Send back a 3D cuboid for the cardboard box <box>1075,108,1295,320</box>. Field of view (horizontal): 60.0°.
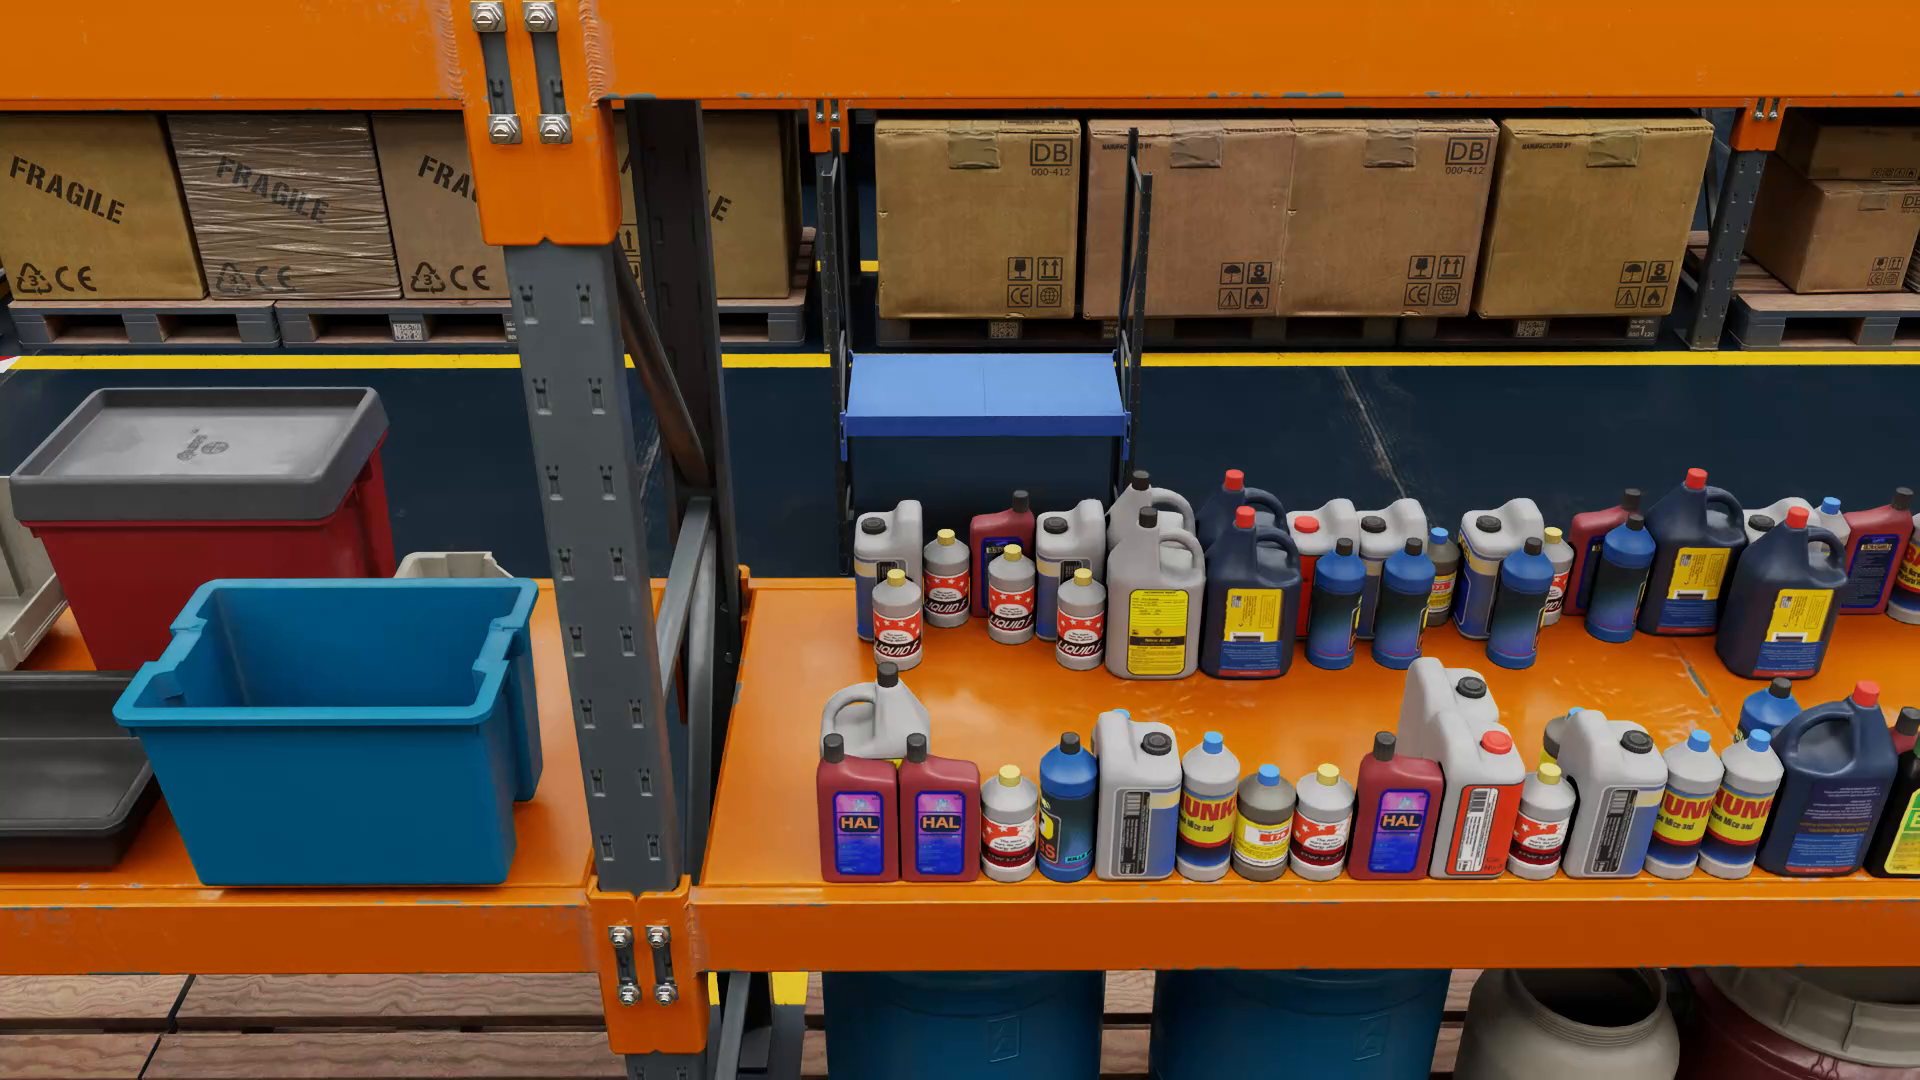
[{"bbox_3d":[0.967,-1.685,7.779,0.875,0.875,1.225,-1,31,-2],"label":"cardboard box"}]

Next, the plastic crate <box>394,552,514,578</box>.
[{"bbox_3d":[-1.003,0.186,3.249,0.243,0.136,0.396,0,31,0],"label":"plastic crate"}]

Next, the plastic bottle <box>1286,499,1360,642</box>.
[{"bbox_3d":[0.726,0.053,3.391,0.135,0.276,0.152,0,31,0],"label":"plastic bottle"}]

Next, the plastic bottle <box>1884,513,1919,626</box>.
[{"bbox_3d":[1.989,0.036,3.422,0.097,0.271,0.097,0,31,0],"label":"plastic bottle"}]

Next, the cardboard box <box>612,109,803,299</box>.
[{"bbox_3d":[-1.227,-1.709,7.818,0.875,0.875,0.875,0,31,0],"label":"cardboard box"}]

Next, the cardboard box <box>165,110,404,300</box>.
[{"bbox_3d":[-3.017,-1.703,7.809,0.875,0.875,0.875,0,31,0],"label":"cardboard box"}]

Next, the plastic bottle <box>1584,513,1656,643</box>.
[{"bbox_3d":[1.342,0.070,3.367,0.097,0.271,0.097,0,31,0],"label":"plastic bottle"}]

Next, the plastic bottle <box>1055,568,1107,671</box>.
[{"bbox_3d":[0.241,0.151,3.302,0.097,0.201,0.097,0,31,0],"label":"plastic bottle"}]

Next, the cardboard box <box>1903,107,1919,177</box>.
[{"bbox_3d":[4.634,-1.875,7.712,0.500,0.250,0.500,3,31,5],"label":"cardboard box"}]

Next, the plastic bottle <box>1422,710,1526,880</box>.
[{"bbox_3d":[0.855,0.417,2.790,0.135,0.276,0.152,0,31,0],"label":"plastic bottle"}]

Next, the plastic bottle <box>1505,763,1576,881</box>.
[{"bbox_3d":[0.971,0.463,2.786,0.097,0.201,0.097,0,31,0],"label":"plastic bottle"}]

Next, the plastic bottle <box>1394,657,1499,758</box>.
[{"bbox_3d":[0.854,0.339,2.920,0.135,0.276,0.152,0,31,0],"label":"plastic bottle"}]

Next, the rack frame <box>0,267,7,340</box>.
[{"bbox_3d":[-4.566,-2.386,7.290,0.127,3.000,1.000,0,31,0],"label":"rack frame"}]

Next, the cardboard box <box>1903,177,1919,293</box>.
[{"bbox_3d":[4.658,-1.551,7.900,0.500,0.500,0.700,-3,31,-4],"label":"cardboard box"}]

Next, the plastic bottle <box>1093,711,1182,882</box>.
[{"bbox_3d":[0.295,0.419,2.787,0.135,0.276,0.152,0,31,0],"label":"plastic bottle"}]

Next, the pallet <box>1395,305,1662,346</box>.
[{"bbox_3d":[2.645,-1.255,8.115,1.213,0.211,1.003,0,31,0],"label":"pallet"}]

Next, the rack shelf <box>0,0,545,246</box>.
[{"bbox_3d":[-2.536,-0.798,2.474,4.000,0.370,1.077,0,31,0],"label":"rack shelf"}]

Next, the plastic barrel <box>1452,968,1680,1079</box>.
[{"bbox_3d":[1.281,1.105,3.531,0.421,0.512,0.421,0,31,0],"label":"plastic barrel"}]

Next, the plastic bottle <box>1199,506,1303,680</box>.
[{"bbox_3d":[0.567,0.094,3.251,0.185,0.351,0.144,0,31,0],"label":"plastic bottle"}]

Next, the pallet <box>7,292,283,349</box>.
[{"bbox_3d":[-3.767,-1.236,8.084,1.213,0.211,1.003,0,31,0],"label":"pallet"}]

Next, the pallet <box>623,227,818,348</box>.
[{"bbox_3d":[-1.327,-1.244,8.097,1.213,0.211,1.003,0,31,0],"label":"pallet"}]

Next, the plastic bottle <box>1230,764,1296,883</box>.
[{"bbox_3d":[0.508,0.465,2.784,0.097,0.201,0.097,0,31,0],"label":"plastic bottle"}]

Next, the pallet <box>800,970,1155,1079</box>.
[{"bbox_3d":[0.236,1.382,3.768,1.213,0.211,1.003,0,31,0],"label":"pallet"}]

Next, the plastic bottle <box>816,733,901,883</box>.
[{"bbox_3d":[-0.167,0.441,2.744,0.133,0.283,0.061,0,31,0],"label":"plastic bottle"}]

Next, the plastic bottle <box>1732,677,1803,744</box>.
[{"bbox_3d":[1.397,0.357,2.894,0.097,0.271,0.097,0,31,0],"label":"plastic bottle"}]

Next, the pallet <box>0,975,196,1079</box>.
[{"bbox_3d":[-2.494,1.391,3.754,1.213,0.211,1.003,0,31,0],"label":"pallet"}]

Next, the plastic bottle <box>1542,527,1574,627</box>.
[{"bbox_3d":[1.208,0.069,3.437,0.097,0.201,0.097,0,31,0],"label":"plastic bottle"}]

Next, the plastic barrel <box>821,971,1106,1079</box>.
[{"bbox_3d":[0.008,0.896,3.500,0.708,0.901,0.600,0,31,0],"label":"plastic barrel"}]

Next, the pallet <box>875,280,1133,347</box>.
[{"bbox_3d":[0.205,-1.247,8.102,1.213,0.211,1.003,0,31,0],"label":"pallet"}]

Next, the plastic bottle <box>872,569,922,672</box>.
[{"bbox_3d":[-0.125,0.152,3.300,0.097,0.201,0.097,0,31,0],"label":"plastic bottle"}]

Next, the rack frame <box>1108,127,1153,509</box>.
[{"bbox_3d":[0.594,-0.643,5.864,0.032,1.500,0.500,0,31,0],"label":"rack frame"}]

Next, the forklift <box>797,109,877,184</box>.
[{"bbox_3d":[-0.931,-3.600,9.358,3.031,2.935,1.130,0,31,-1],"label":"forklift"}]

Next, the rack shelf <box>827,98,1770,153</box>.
[{"bbox_3d":[1.434,-2.097,7.508,4.000,0.370,1.077,0,31,0],"label":"rack shelf"}]

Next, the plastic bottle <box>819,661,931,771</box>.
[{"bbox_3d":[-0.142,0.359,2.814,0.185,0.351,0.144,0,31,0],"label":"plastic bottle"}]

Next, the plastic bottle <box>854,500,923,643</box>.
[{"bbox_3d":[-0.144,0.055,3.387,0.135,0.276,0.152,0,31,0],"label":"plastic bottle"}]

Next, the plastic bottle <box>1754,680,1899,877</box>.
[{"bbox_3d":[1.441,0.386,2.770,0.185,0.351,0.144,0,31,0],"label":"plastic bottle"}]

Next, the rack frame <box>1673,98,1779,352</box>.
[{"bbox_3d":[3.434,-2.411,7.331,0.127,3.000,1.000,0,31,0],"label":"rack frame"}]

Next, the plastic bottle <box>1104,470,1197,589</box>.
[{"bbox_3d":[0.381,0.020,3.374,0.185,0.351,0.144,0,31,0],"label":"plastic bottle"}]

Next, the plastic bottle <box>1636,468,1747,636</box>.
[{"bbox_3d":[1.482,0.016,3.379,0.185,0.351,0.144,0,31,0],"label":"plastic bottle"}]

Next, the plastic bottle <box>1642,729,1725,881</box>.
[{"bbox_3d":[1.203,0.433,2.769,0.097,0.271,0.097,0,31,0],"label":"plastic bottle"}]

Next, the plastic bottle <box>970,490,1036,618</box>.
[{"bbox_3d":[0.087,0.028,3.425,0.133,0.283,0.061,0,31,0],"label":"plastic bottle"}]

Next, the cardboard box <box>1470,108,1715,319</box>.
[{"bbox_3d":[2.744,-1.690,7.788,0.875,0.875,1.225,-2,31,-3],"label":"cardboard box"}]

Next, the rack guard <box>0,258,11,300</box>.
[{"bbox_3d":[-4.590,-1.317,7.938,0.348,0.500,1.175,0,31,0],"label":"rack guard"}]

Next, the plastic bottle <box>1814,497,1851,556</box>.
[{"bbox_3d":[1.758,0.037,3.421,0.097,0.271,0.097,0,31,0],"label":"plastic bottle"}]

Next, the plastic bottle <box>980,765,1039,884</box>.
[{"bbox_3d":[0.082,0.466,2.782,0.097,0.201,0.097,0,31,0],"label":"plastic bottle"}]

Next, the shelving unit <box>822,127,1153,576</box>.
[{"bbox_3d":[0.085,-0.641,5.861,1.048,1.500,0.538,0,31,0],"label":"shelving unit"}]

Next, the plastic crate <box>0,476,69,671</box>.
[{"bbox_3d":[-2.064,0.105,3.241,0.530,0.282,0.437,0,31,0],"label":"plastic crate"}]

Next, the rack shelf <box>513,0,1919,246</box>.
[{"bbox_3d":[1.464,-0.810,2.495,4.000,0.370,1.077,0,31,0],"label":"rack shelf"}]

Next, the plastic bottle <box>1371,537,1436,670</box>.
[{"bbox_3d":[0.879,0.119,3.287,0.097,0.271,0.097,0,31,0],"label":"plastic bottle"}]

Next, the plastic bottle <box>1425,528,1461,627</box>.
[{"bbox_3d":[0.976,0.069,3.435,0.097,0.201,0.097,0,31,0],"label":"plastic bottle"}]
